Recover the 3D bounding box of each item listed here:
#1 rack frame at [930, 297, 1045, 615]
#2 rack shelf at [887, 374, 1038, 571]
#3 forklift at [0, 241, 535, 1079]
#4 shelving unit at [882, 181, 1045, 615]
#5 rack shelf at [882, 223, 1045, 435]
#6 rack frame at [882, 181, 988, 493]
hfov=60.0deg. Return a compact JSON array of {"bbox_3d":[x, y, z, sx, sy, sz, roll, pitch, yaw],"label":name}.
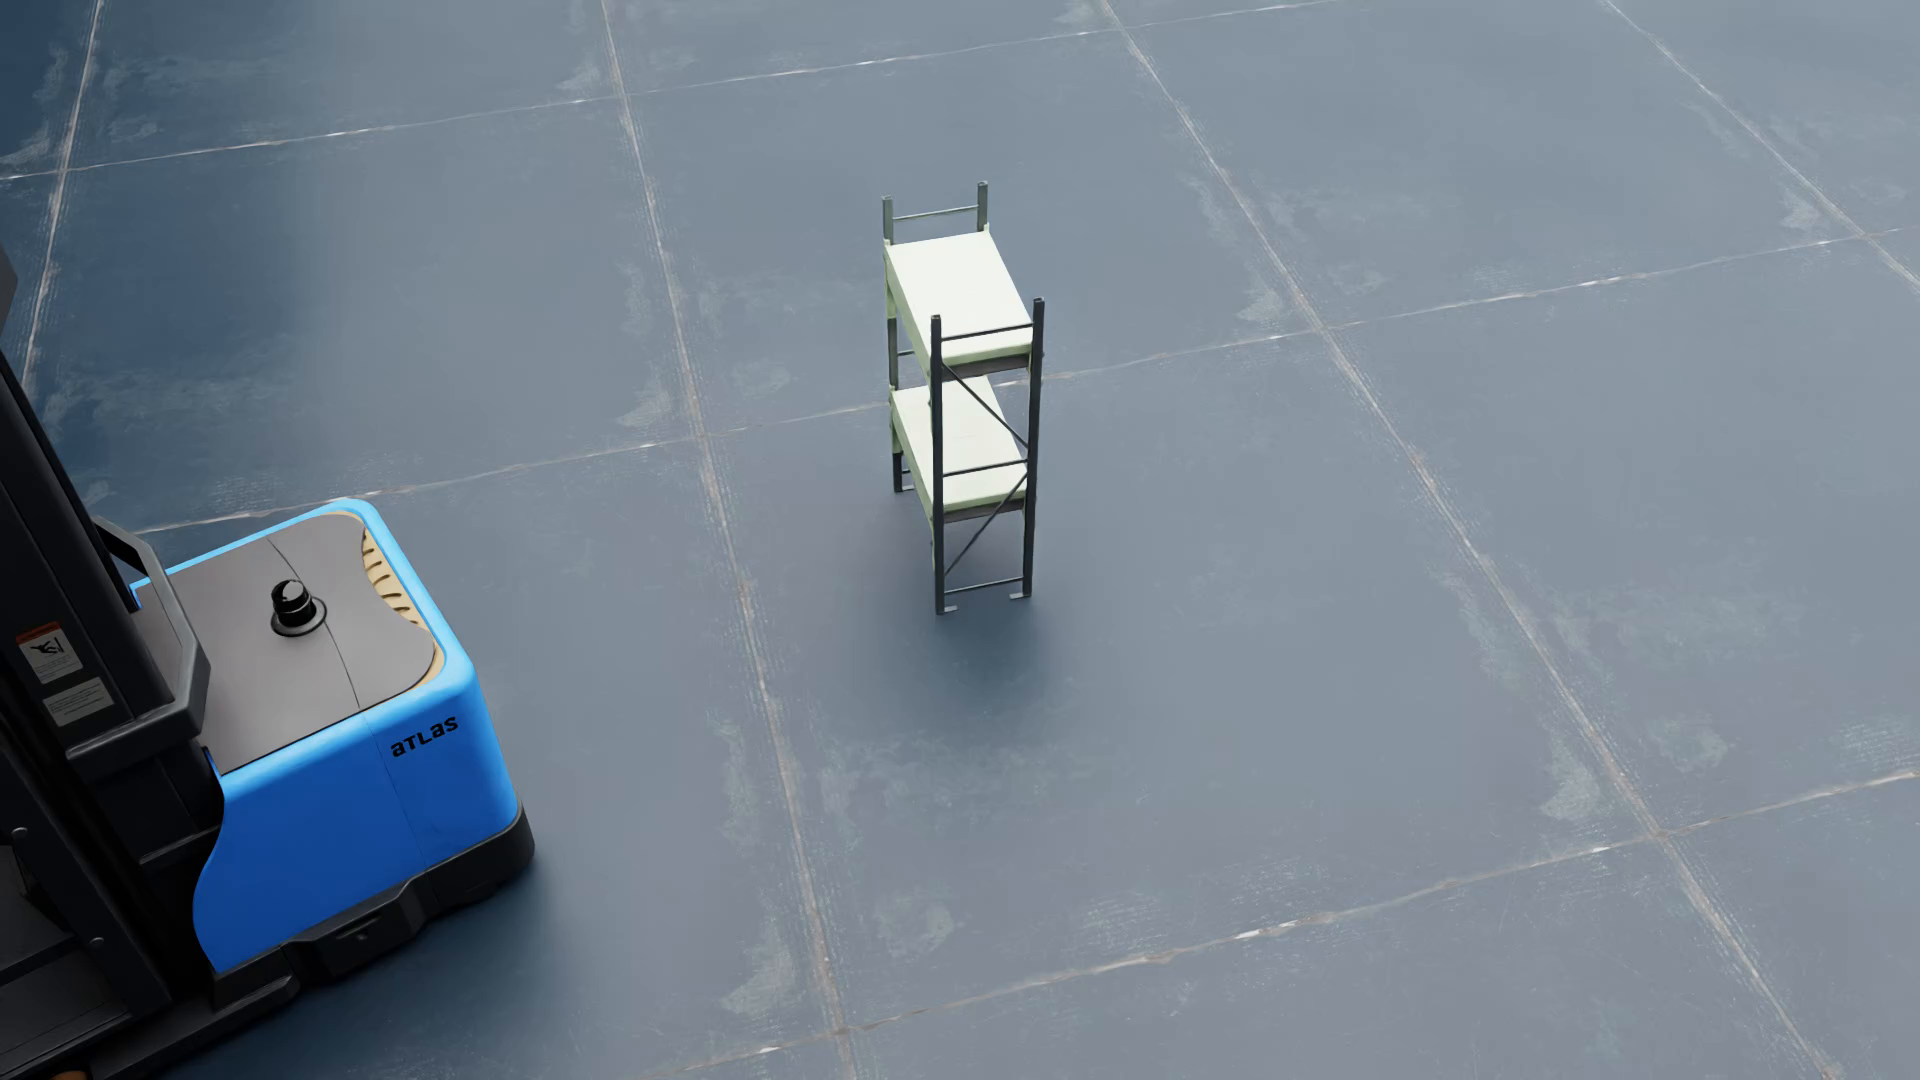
[{"bbox_3d":[0.095,-0.268,6.213,0.400,1.500,0.023,-11,47,-10],"label":"rack frame"},{"bbox_3d":[0.002,-0.292,6.693,0.431,0.370,0.720,-11,47,-10],"label":"rack shelf"},{"bbox_3d":[-2.996,0.439,4.518,3.031,2.935,1.130,-26,51,-23],"label":"forklift"},{"bbox_3d":[0.002,-0.520,6.461,0.431,1.500,0.755,-11,47,-10],"label":"shelving unit"},{"bbox_3d":[0.002,-0.793,6.182,0.431,0.370,0.720,-11,47,-10],"label":"rack shelf"},{"bbox_3d":[-0.092,-0.773,6.708,0.400,1.500,0.023,-11,47,-10],"label":"rack frame"}]
